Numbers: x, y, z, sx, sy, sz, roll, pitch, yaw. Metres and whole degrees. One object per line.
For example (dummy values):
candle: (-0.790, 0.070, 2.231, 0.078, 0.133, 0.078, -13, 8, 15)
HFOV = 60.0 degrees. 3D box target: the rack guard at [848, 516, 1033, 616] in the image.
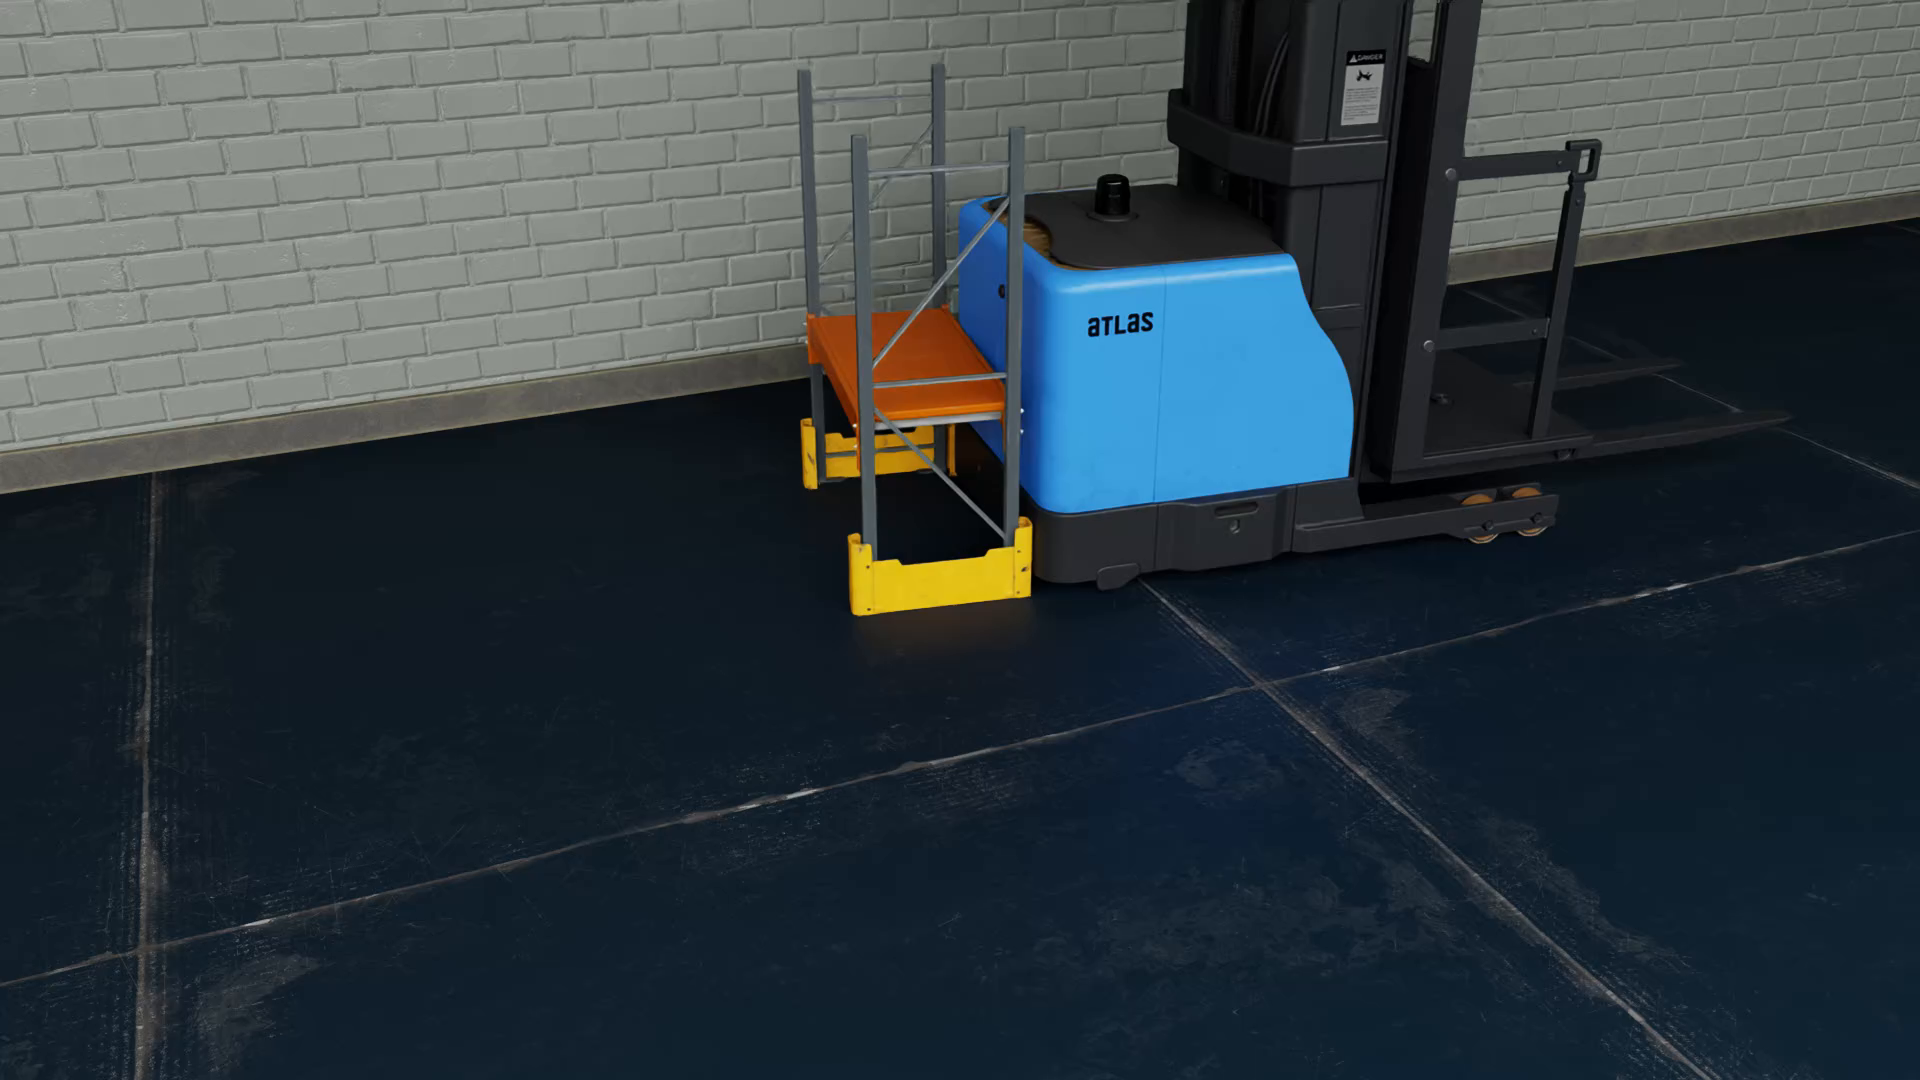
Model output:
rack guard: (-0.061, 0.082, 5.297, 0.587, 0.250, 0.087, -6, 27, -12)

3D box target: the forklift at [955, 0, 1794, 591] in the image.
forklift: (1.557, -1.517, 5.517, 3.031, 2.935, 1.130, -8, 27, -15)

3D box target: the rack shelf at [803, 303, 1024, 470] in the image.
rack shelf: (-0.179, -0.534, 5.545, 0.538, 0.185, 1.000, -6, 27, -12)

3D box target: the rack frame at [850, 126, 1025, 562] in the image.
rack frame: (-0.060, -0.479, 5.022, 0.500, 1.500, 0.032, -6, 27, -12)

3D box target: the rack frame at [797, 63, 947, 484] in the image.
rack frame: (-0.297, -0.913, 5.910, 0.500, 1.500, 0.032, -6, 27, -12)

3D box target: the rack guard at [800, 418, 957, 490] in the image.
rack guard: (-0.292, -0.343, 6.168, 0.587, 0.250, 0.087, -6, 27, -12)

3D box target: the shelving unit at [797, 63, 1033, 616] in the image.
shelving unit: (-0.176, -0.692, 5.458, 0.587, 1.500, 1.083, -6, 27, -12)
